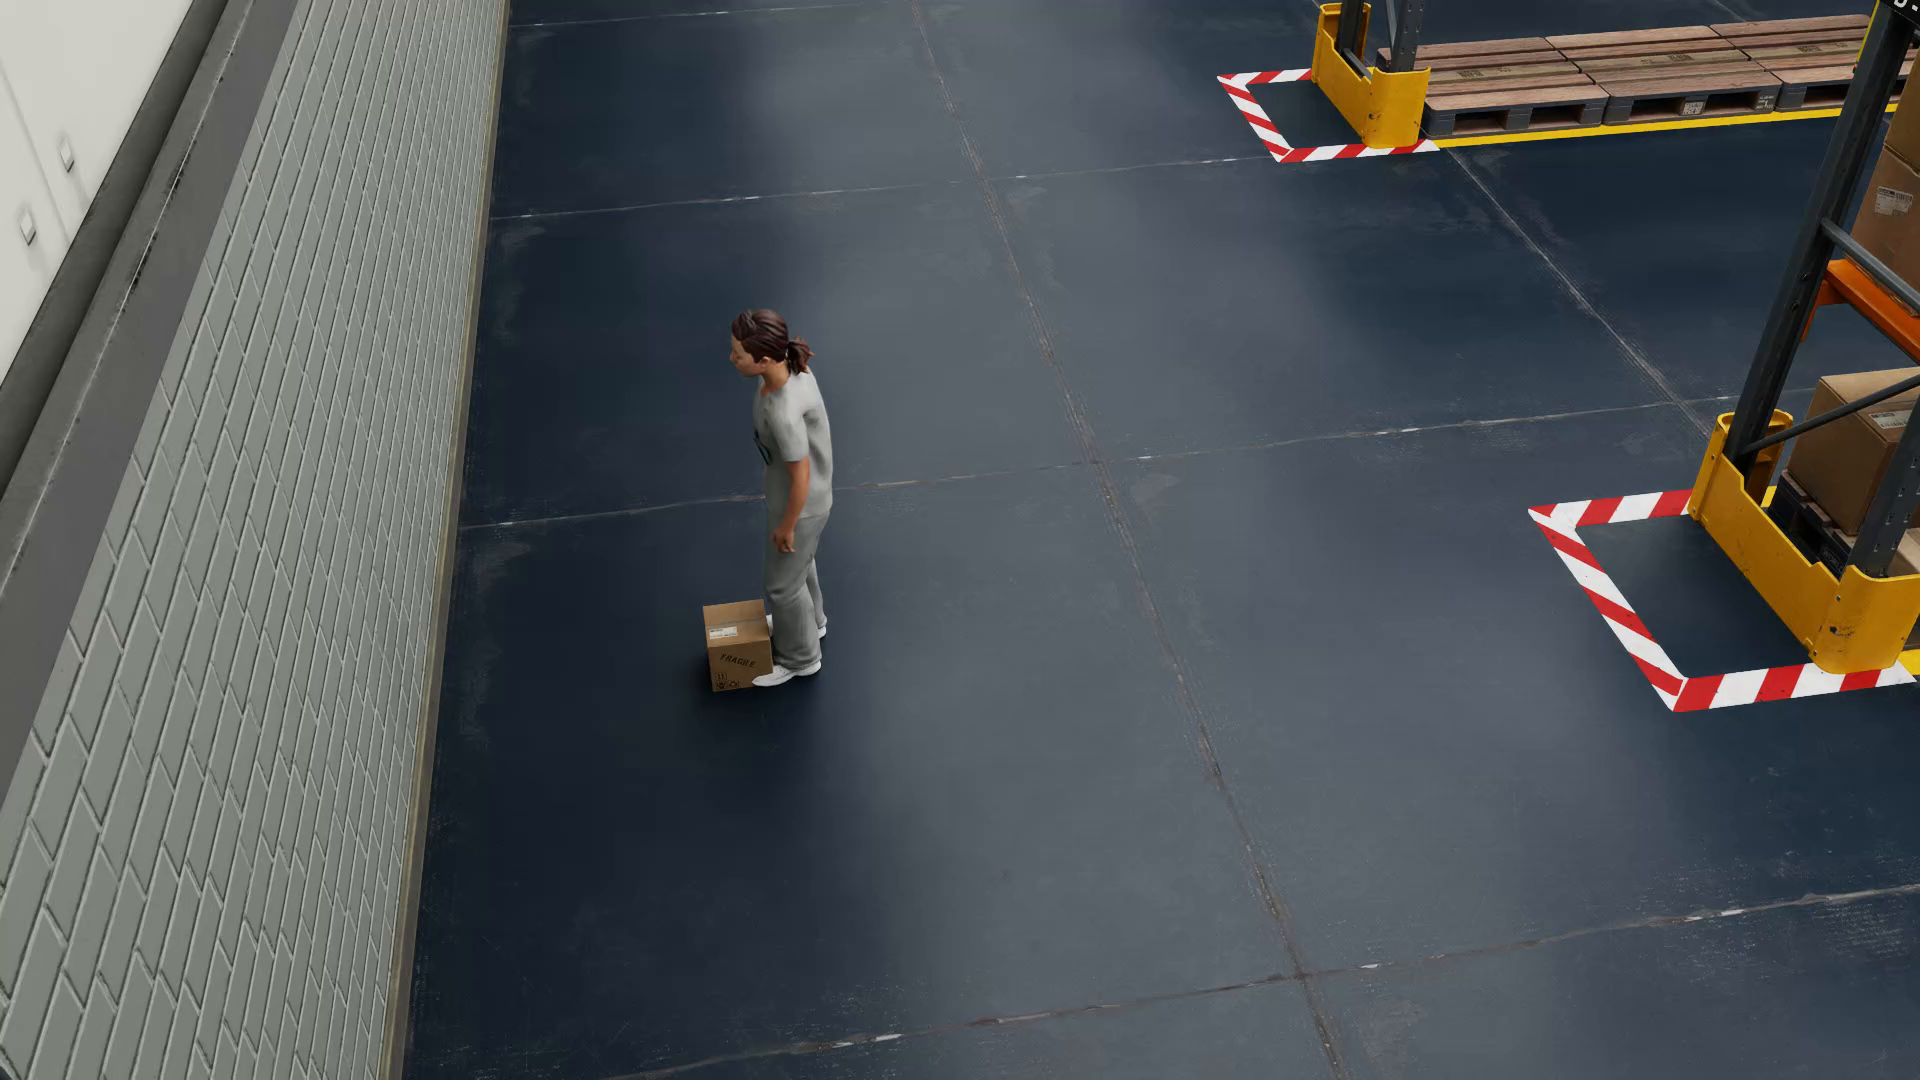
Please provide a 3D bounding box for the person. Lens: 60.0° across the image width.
[{"bbox_3d":[-0.683,-0.159,6.352,0.407,1.673,0.485,-6,39,-8],"label":"person"}]
